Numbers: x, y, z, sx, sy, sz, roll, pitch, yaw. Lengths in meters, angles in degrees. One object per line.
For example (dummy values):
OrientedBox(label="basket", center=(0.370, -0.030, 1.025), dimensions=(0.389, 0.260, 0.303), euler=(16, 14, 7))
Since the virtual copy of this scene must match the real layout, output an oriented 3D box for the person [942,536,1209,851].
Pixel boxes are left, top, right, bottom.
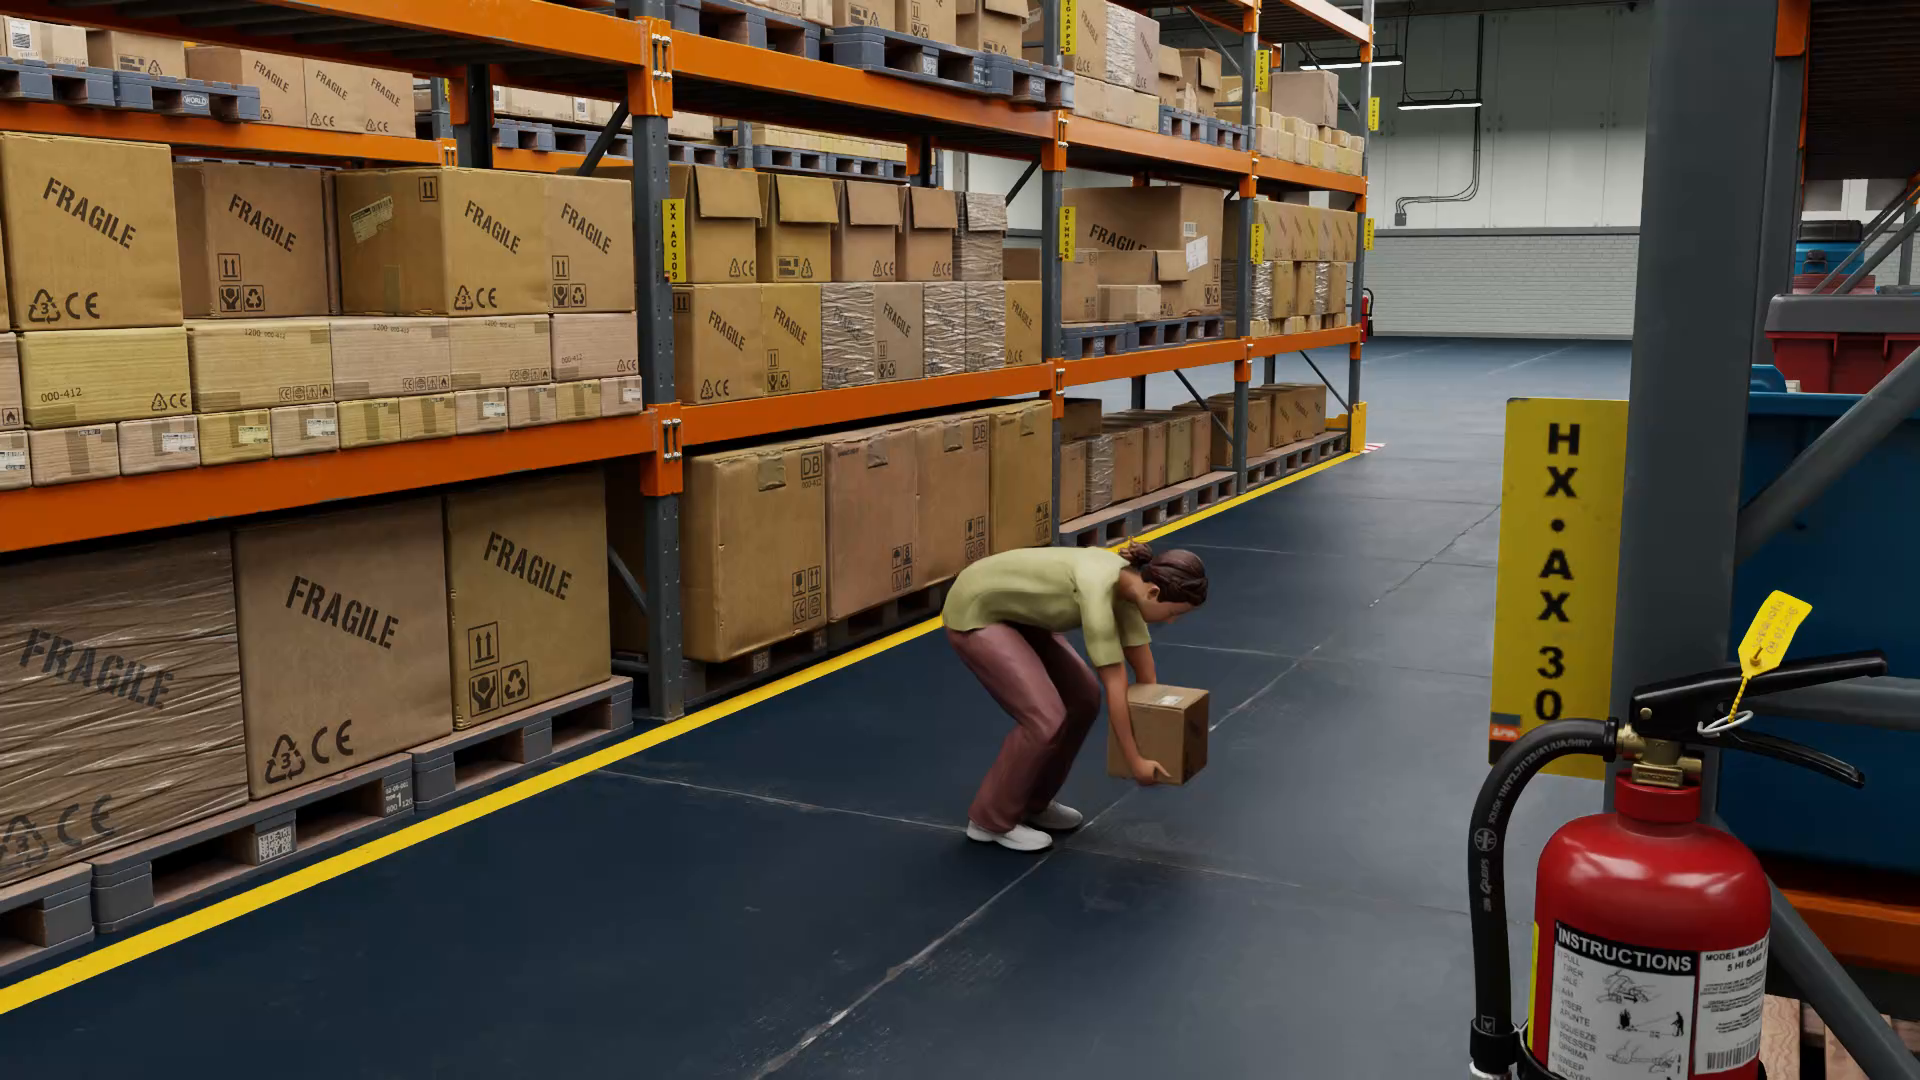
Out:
OrientedBox(label="person", center=(0.370, 0.492, 5.393), dimensions=(0.868, 1.016, 0.467), euler=(4, 10, 23))
